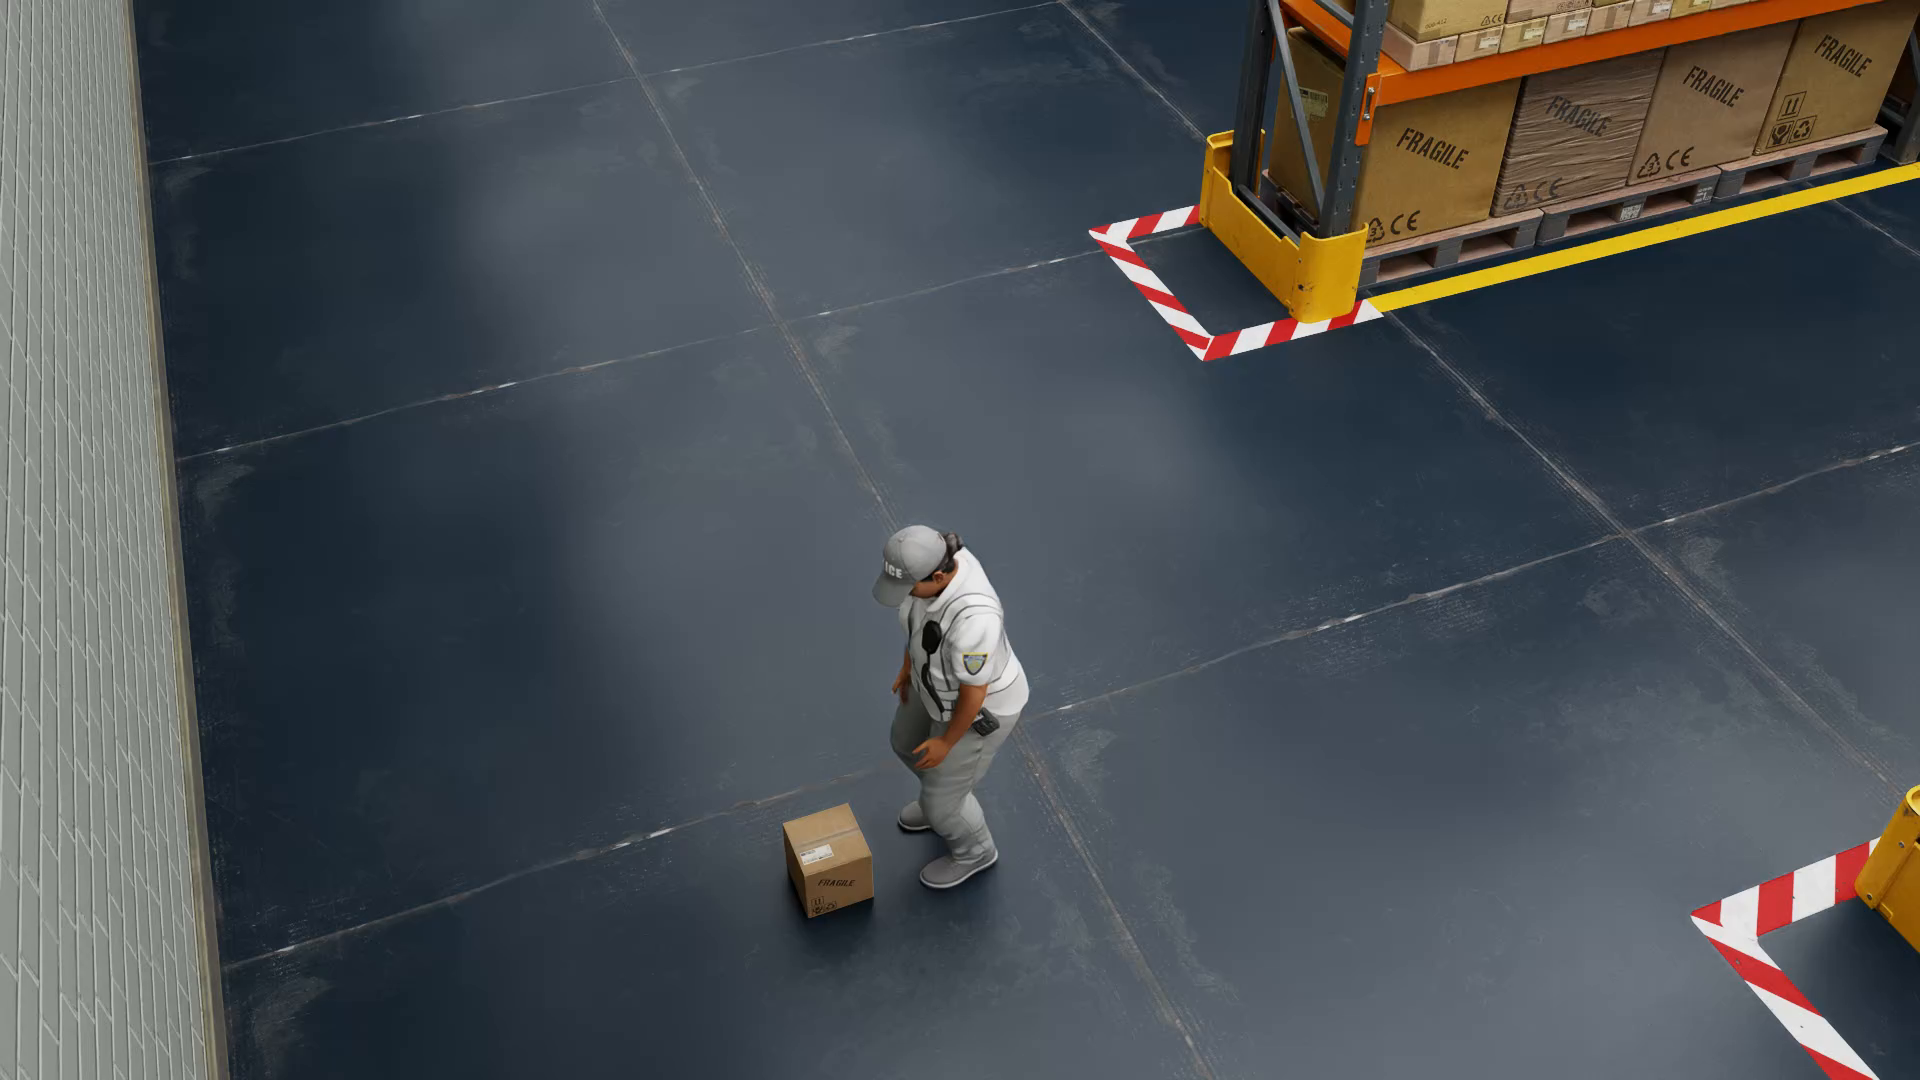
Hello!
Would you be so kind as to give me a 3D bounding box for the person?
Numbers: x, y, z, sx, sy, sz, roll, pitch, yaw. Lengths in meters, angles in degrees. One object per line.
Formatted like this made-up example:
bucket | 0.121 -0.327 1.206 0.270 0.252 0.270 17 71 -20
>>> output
person | -0.033 0.544 5.614 0.513 1.599 0.504 -14 44 -15
